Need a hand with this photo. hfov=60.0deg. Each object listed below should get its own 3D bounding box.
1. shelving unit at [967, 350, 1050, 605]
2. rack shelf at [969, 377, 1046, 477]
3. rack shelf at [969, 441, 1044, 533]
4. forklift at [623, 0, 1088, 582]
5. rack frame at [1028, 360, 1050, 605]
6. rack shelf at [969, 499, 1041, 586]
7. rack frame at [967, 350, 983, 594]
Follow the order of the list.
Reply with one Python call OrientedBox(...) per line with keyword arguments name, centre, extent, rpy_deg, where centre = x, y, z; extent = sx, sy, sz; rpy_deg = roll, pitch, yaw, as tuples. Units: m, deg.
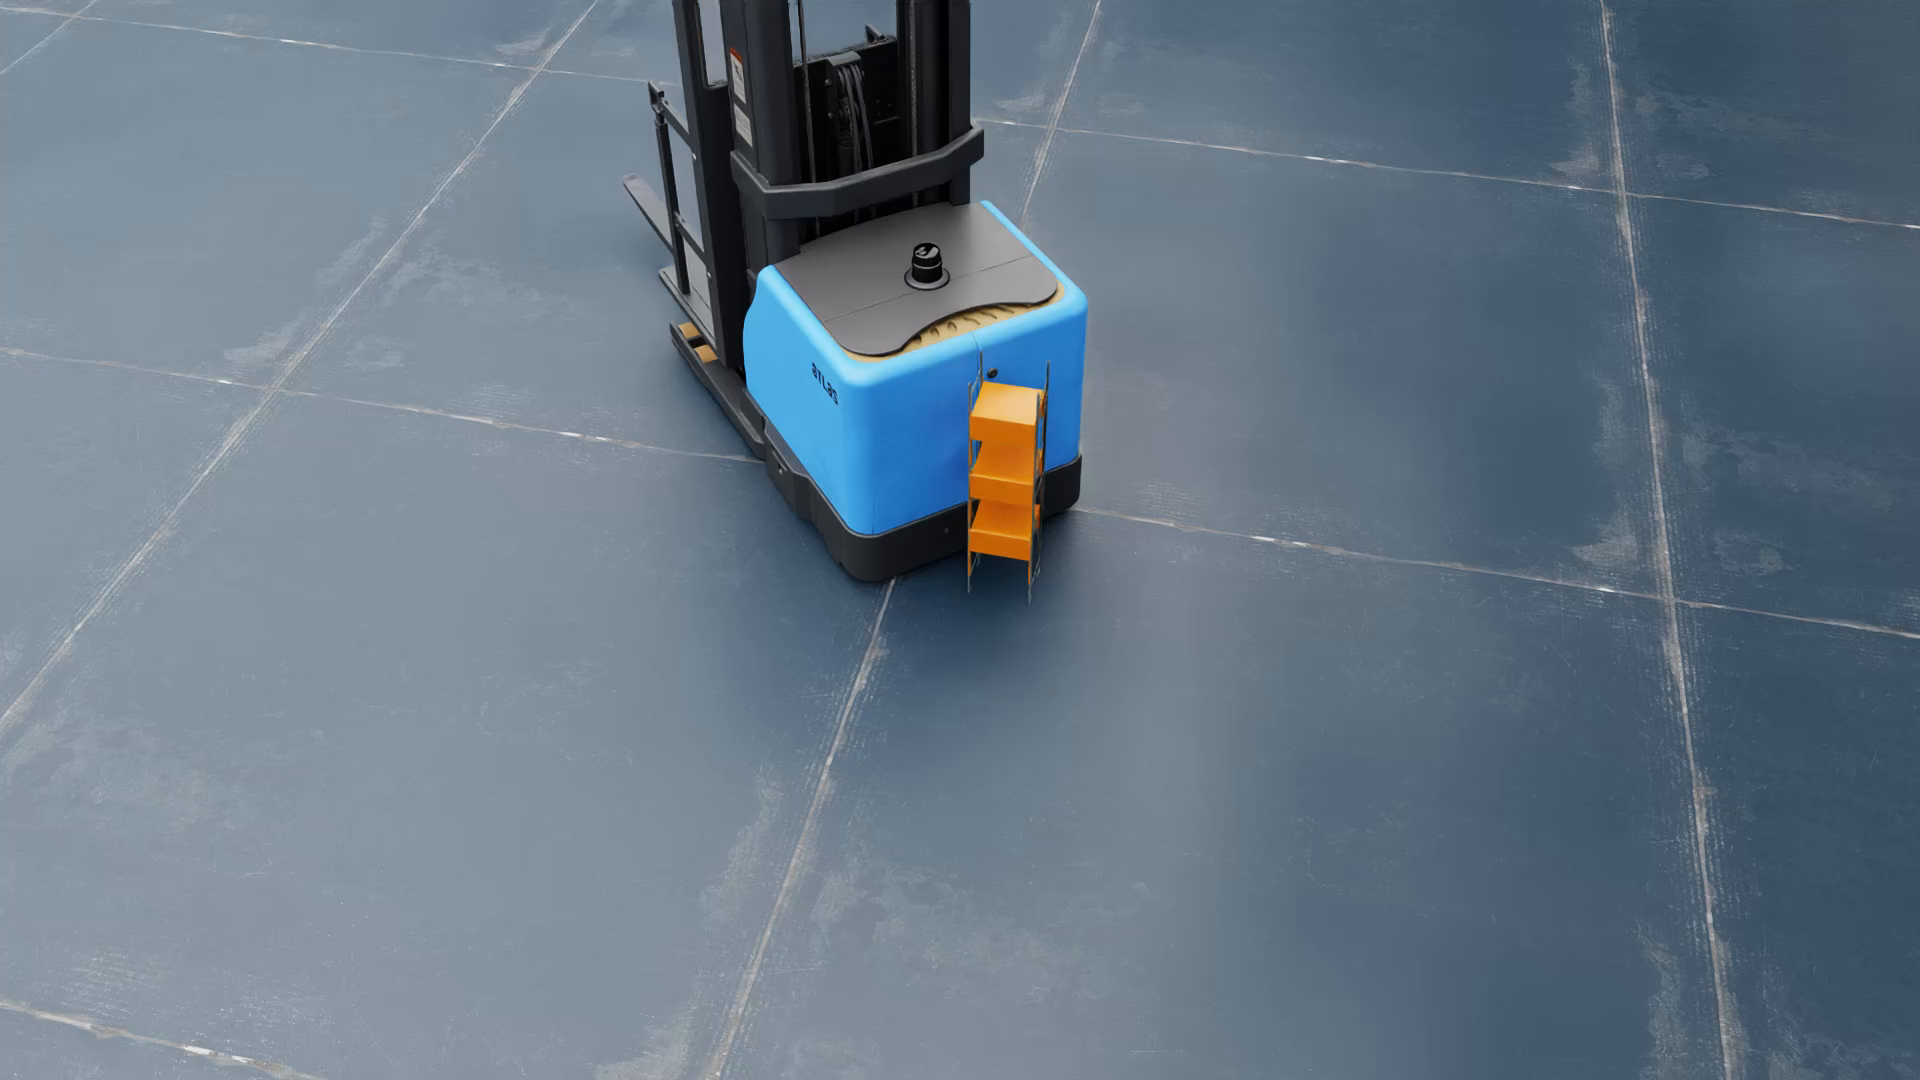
OrientedBox(name="shelving unit", centre=(0.174, -0.213, 6.215), extent=(0.252, 1.050, 0.215), rpy_deg=(9, 45, 10))
OrientedBox(name="rack shelf", centre=(0.174, -0.410, 6.025), extent=(0.240, 0.259, 0.215), rpy_deg=(9, 45, 10))
OrientedBox(name="rack shelf", centre=(0.174, -0.206, 6.222), extent=(0.240, 0.259, 0.215), rpy_deg=(9, 45, 10))
OrientedBox(name="forklift", centre=(-0.662, -1.909, 6.620), extent=(1.130, 2.935, 3.031), rpy_deg=(-21, 48, -20))
OrientedBox(name="rack frame", centre=(0.293, -0.194, 6.194), extent=(0.008, 1.050, 0.200), rpy_deg=(9, 45, 10))
OrientedBox(name="rack shelf", centre=(0.174, -0.005, 6.415), extent=(0.240, 0.259, 0.215), rpy_deg=(9, 45, 10))
OrientedBox(name="rack frame", centre=(0.056, -0.233, 6.235), extent=(0.008, 1.050, 0.200), rpy_deg=(9, 45, 10))
